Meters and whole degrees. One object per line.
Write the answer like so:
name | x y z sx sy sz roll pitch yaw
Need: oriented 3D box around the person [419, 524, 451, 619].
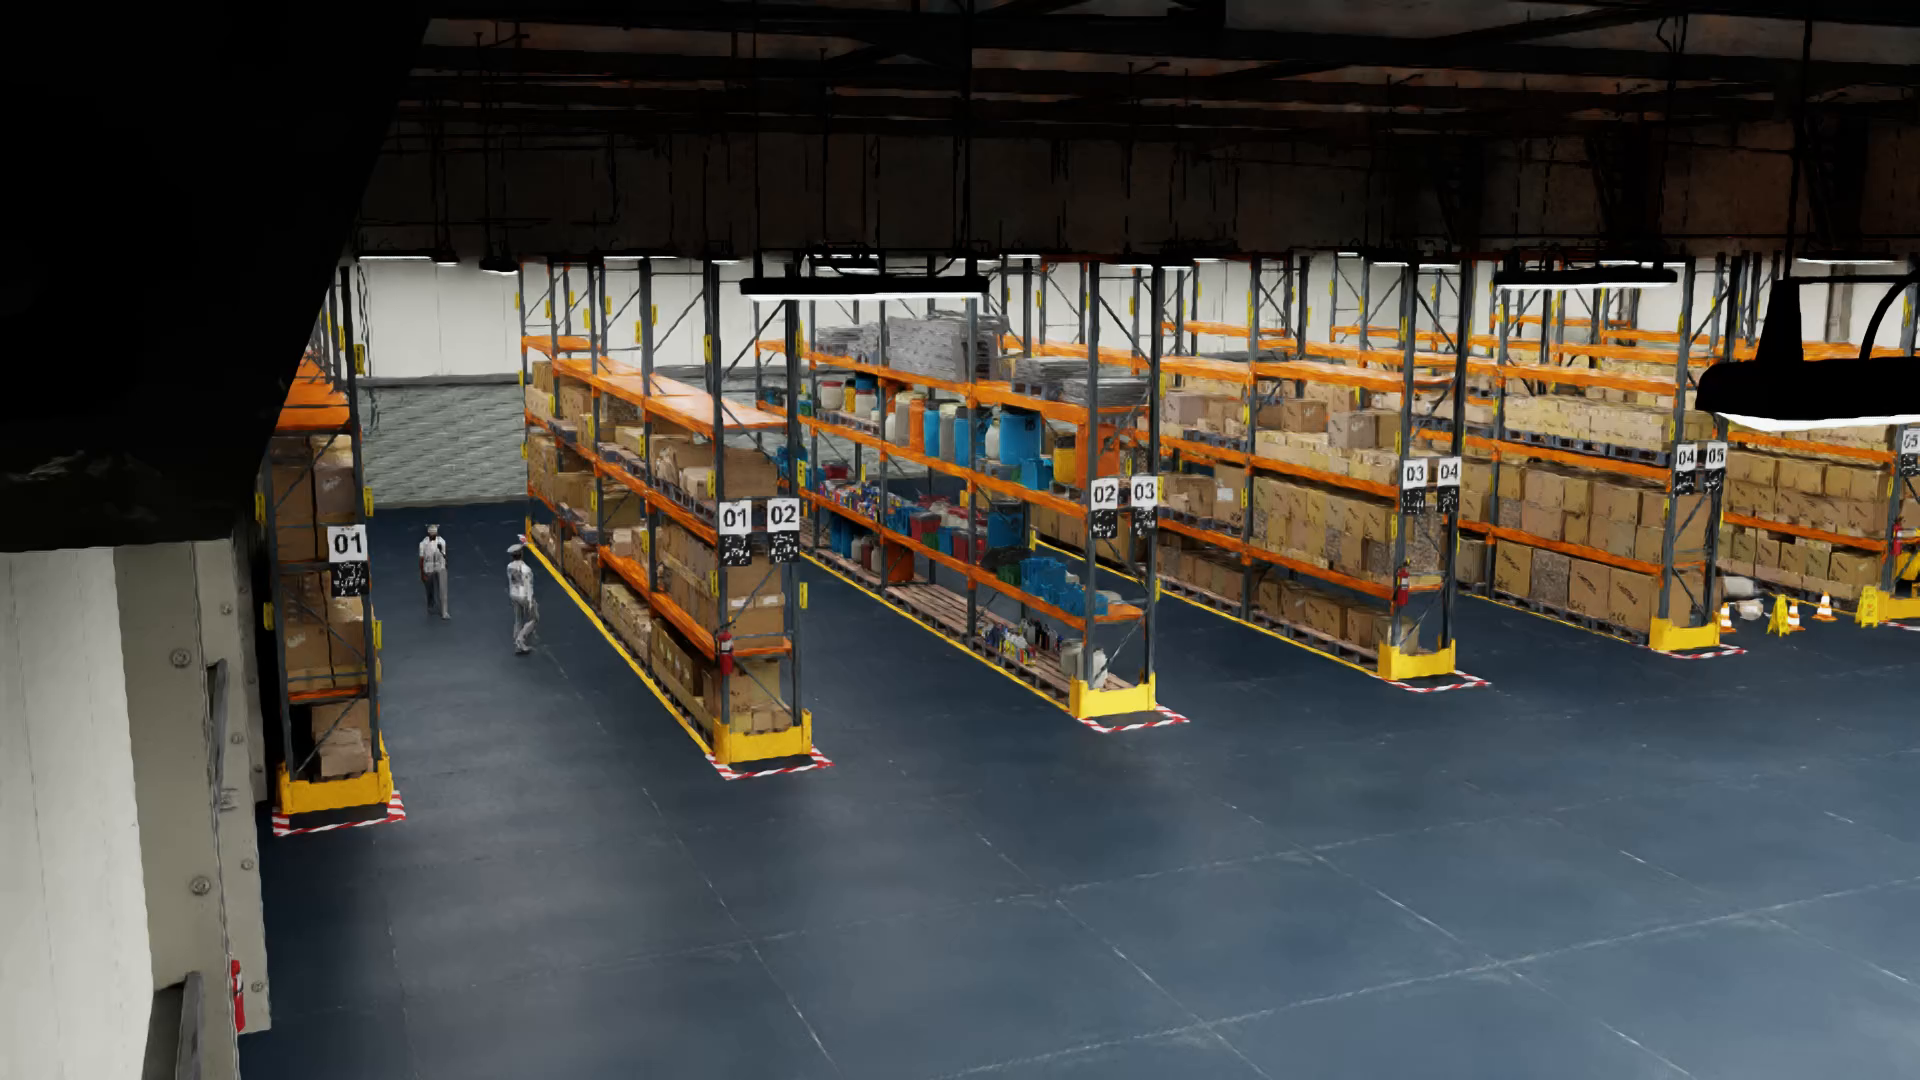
person | -8.804 0.493 27.836 0.456 1.589 1.088 -4 11 -20

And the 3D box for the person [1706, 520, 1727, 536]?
person | 15.477 -0.749 34.086 0.583 1.782 0.665 1 10 8

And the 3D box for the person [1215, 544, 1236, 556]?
person | 5.372 -0.461 33.101 0.598 1.619 0.507 -5 11 -25

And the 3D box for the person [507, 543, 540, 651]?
person | -6.735 0.899 25.477 0.510 1.673 0.412 8 13 36
